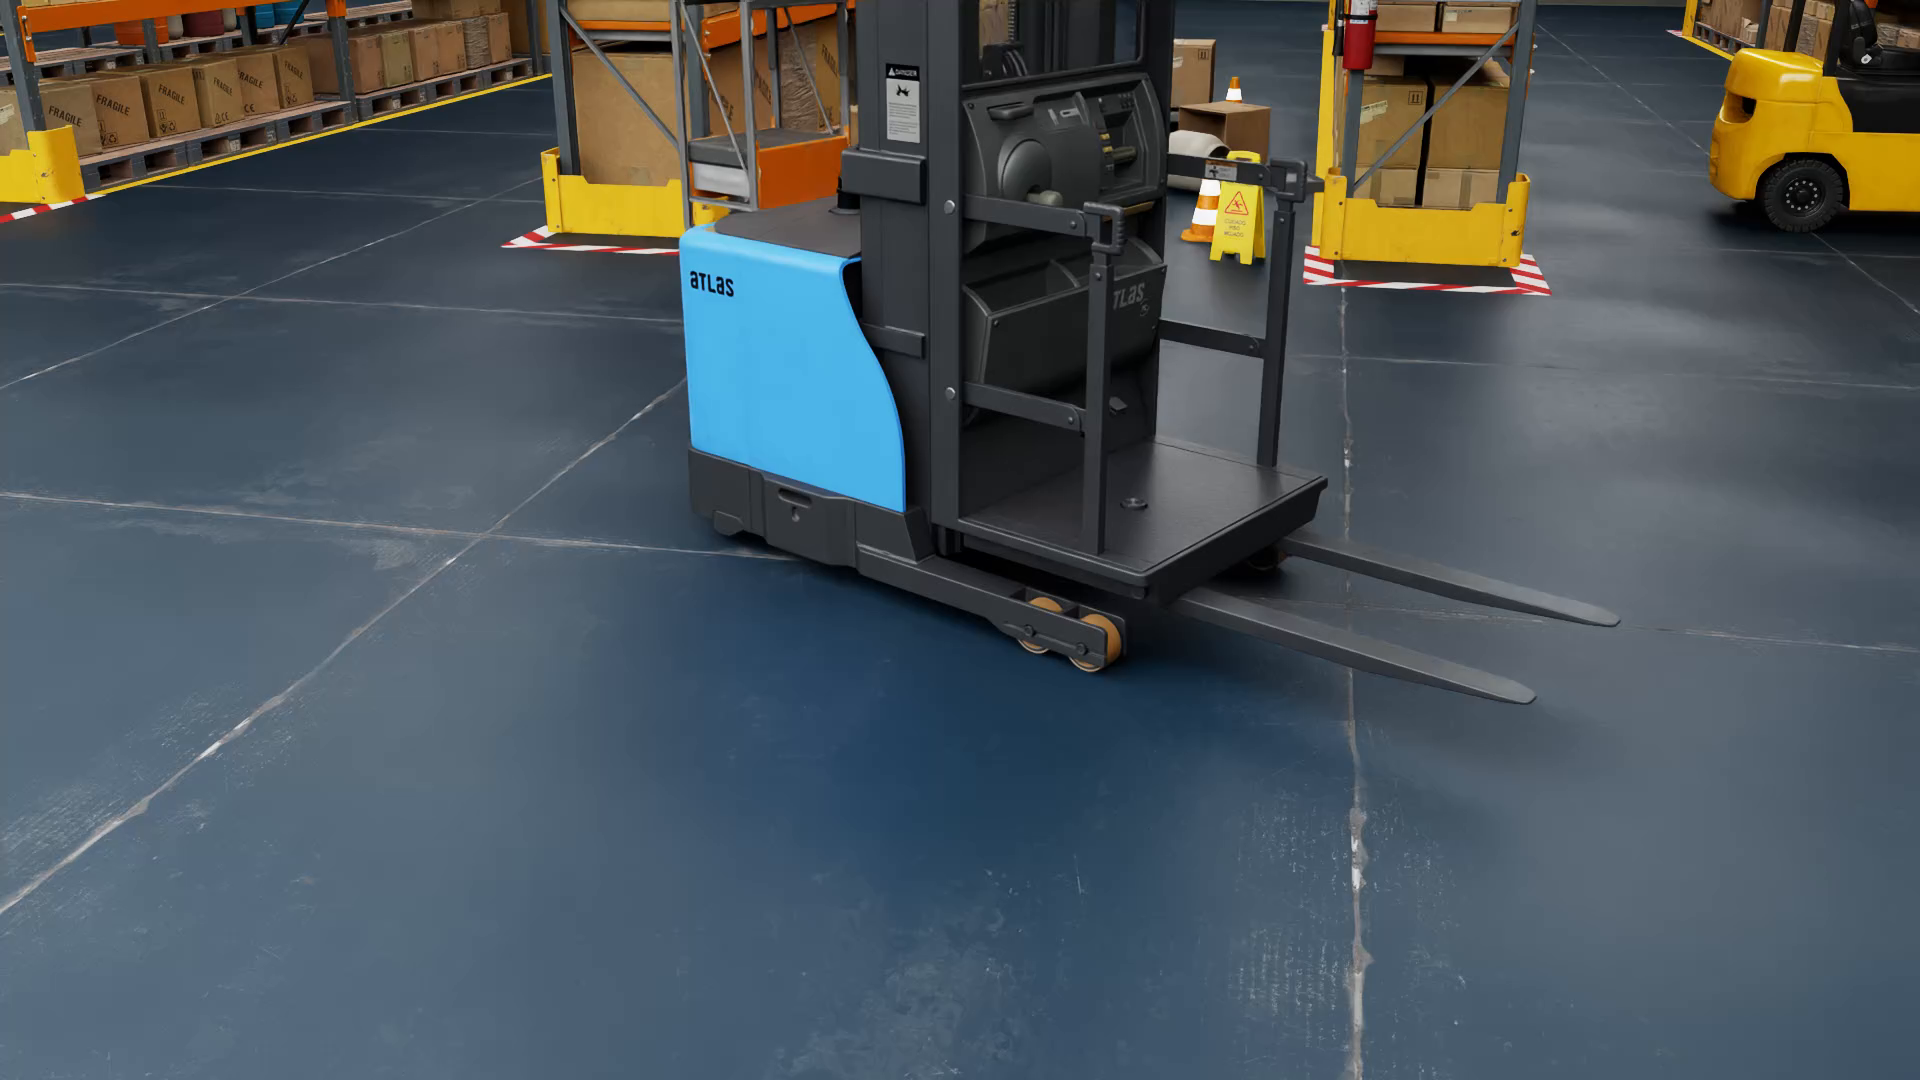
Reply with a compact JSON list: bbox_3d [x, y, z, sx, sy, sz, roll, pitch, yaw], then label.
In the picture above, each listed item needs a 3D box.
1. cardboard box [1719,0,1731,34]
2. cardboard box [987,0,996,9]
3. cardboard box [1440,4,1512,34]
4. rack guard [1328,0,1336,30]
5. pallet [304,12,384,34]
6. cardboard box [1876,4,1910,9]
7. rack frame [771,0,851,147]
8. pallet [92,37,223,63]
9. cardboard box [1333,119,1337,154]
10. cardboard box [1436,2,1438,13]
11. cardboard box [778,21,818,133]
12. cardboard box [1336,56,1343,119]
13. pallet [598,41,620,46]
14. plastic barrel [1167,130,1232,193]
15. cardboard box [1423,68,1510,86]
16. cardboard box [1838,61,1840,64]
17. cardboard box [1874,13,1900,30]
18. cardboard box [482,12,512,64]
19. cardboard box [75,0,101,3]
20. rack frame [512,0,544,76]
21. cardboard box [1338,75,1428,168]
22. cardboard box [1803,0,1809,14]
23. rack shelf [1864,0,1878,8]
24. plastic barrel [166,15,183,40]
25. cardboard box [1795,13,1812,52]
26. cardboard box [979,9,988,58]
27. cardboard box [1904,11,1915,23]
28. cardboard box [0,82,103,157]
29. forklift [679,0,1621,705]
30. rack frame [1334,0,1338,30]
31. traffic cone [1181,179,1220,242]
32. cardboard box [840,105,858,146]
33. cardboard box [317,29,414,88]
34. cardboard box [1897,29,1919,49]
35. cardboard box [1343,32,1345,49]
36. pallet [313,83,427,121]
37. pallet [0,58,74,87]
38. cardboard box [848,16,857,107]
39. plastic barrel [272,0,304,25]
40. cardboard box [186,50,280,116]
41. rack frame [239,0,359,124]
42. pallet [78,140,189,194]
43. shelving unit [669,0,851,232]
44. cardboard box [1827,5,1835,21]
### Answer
[{"bbox_3d":[10.260,-6.884,21.715,0.500,0.500,0.500,5,22,12],"label":"cardboard box"},{"bbox_3d":[0.132,-6.335,19.347,0.500,0.250,0.500,5,22,11],"label":"cardboard box"},{"bbox_3d":[3.043,-3.078,9.817,0.380,0.149,0.250,5,22,11],"label":"cardboard box"},{"bbox_3d":[6.041,-7.787,24.519,1.175,0.500,0.348,4,22,11],"label":"rack guard"},{"bbox_3d":[-9.218,-7.586,24.407,1.003,0.211,1.213,4,22,11],"label":"pallet"},{"bbox_3d":[9.887,-5.615,17.696,0.380,0.149,0.250,5,22,11],"label":"cardboard box"},{"bbox_3d":[-0.566,-1.369,6.438,0.400,2.100,0.015,17,27,36],"label":"rack frame"},{"bbox_3d":[-10.026,-6.143,20.824,1.003,0.211,1.213,4,22,11],"label":"pallet"},{"bbox_3d":[3.105,-3.077,12.597,0.500,0.250,0.500,6,23,14],"label":"cardboard box"},{"bbox_3d":[3.326,-3.550,10.989,0.380,0.149,0.250,5,23,13],"label":"cardboard box"},{"bbox_3d":[-1.656,-3.544,12.920,0.875,0.875,0.875,5,22,11],"label":"cardboard box"},{"bbox_3d":[3.105,-3.424,12.455,0.500,0.500,0.500,5,23,13],"label":"cardboard box"},{"bbox_3d":[-4.812,-6.201,20.968,1.003,0.211,1.213,4,22,11],"label":"pallet"},{"bbox_3d":[1.711,-2.762,12.144,0.421,0.421,0.512,-16,27,-35],"label":"plastic barrel"},{"bbox_3d":[3.313,-2.827,10.973,0.500,0.500,0.500,4,22,9],"label":"cardboard box"},{"bbox_3d":[9.140,-4.841,16.643,0.500,0.500,0.500,5,22,12],"label":"cardboard box"},{"bbox_3d":[9.117,-5.171,16.593,0.380,0.149,0.250,3,22,8],"label":"cardboard box"},{"bbox_3d":[-5.415,-5.565,18.414,0.700,0.500,0.500,3,22,8],"label":"cardboard box"},{"bbox_3d":[-6.503,-3.991,12.085,0.380,0.149,0.250,4,22,11],"label":"cardboard box"},{"bbox_3d":[-5.298,-6.767,18.641,1.000,3.000,0.127,4,22,11],"label":"rack frame"},{"bbox_3d":[2.680,-2.666,10.573,0.500,0.500,0.500,5,22,11],"label":"cardboard box"},{"bbox_3d":[9.594,-5.931,18.481,0.380,0.149,0.250,4,22,11],"label":"cardboard box"},{"bbox_3d":[8.856,-4.570,14.148,1.077,0.370,4.000,4,22,11],"label":"rack shelf"},{"bbox_3d":[-10.036,-6.579,20.942,0.421,0.512,0.421,0,22,0],"label":"plastic barrel"},{"bbox_3d":[9.556,-5.596,18.516,0.500,0.500,0.500,4,22,9],"label":"cardboard box"},{"bbox_3d":[0.031,-5.811,19.050,0.500,0.500,0.500,5,22,12],"label":"cardboard box"},{"bbox_3d":[9.756,-5.233,16.747,0.380,0.149,0.250,5,23,13],"label":"cardboard box"},{"bbox_3d":[-6.786,-3.104,12.329,0.500,0.500,0.500,9,24,21],"label":"cardboard box"},{"bbox_3d":[0.495,-1.195,4.896,3.031,2.935,1.130,17,28,36],"label":"forklift"},{"bbox_3d":[6.036,-8.938,24.030,1.000,3.000,0.127,4,22,11],"label":"rack frame"},{"bbox_3d":[1.596,-2.165,10.609,0.336,0.463,0.334,4,22,11],"label":"traffic cone"},{"bbox_3d":[-0.591,-3.085,12.841,0.500,0.500,0.500,8,23,20],"label":"cardboard box"},{"bbox_3d":[-5.852,-4.745,16.377,0.700,0.500,0.500,4,22,11],"label":"cardboard box"},{"bbox_3d":[8.997,-4.261,15.036,0.875,0.625,0.625,5,23,13],"label":"cardboard box"},{"bbox_3d":[2.963,-3.594,12.008,0.380,0.149,0.250,6,23,14],"label":"cardboard box"},{"bbox_3d":[-5.957,-4.296,16.237,1.003,0.211,1.213,4,22,11],"label":"pallet"},{"bbox_3d":[-10.594,-5.126,18.299,1.003,0.211,1.213,4,22,11],"label":"pallet"},{"bbox_3d":[-1.240,-4.274,14.901,1.050,0.750,0.750,4,22,11],"label":"cardboard box"},{"bbox_3d":[-9.458,-7.631,23.034,0.600,0.901,0.708,4,22,11],"label":"plastic barrel"},{"bbox_3d":[-6.344,-3.986,14.520,0.500,0.500,0.500,12,25,28],"label":"cardboard box"},{"bbox_3d":[-6.114,-5.304,15.009,1.000,3.000,0.127,4,22,11],"label":"rack frame"},{"bbox_3d":[-6.714,-2.870,12.698,1.003,0.211,1.213,4,22,11],"label":"pallet"},{"bbox_3d":[-0.722,-1.299,6.263,0.431,2.100,0.503,17,27,36],"label":"shelving unit"},{"bbox_3d":[9.388,-5.550,17.535,0.380,0.149,0.250,4,22,10],"label":"cardboard box"}]
